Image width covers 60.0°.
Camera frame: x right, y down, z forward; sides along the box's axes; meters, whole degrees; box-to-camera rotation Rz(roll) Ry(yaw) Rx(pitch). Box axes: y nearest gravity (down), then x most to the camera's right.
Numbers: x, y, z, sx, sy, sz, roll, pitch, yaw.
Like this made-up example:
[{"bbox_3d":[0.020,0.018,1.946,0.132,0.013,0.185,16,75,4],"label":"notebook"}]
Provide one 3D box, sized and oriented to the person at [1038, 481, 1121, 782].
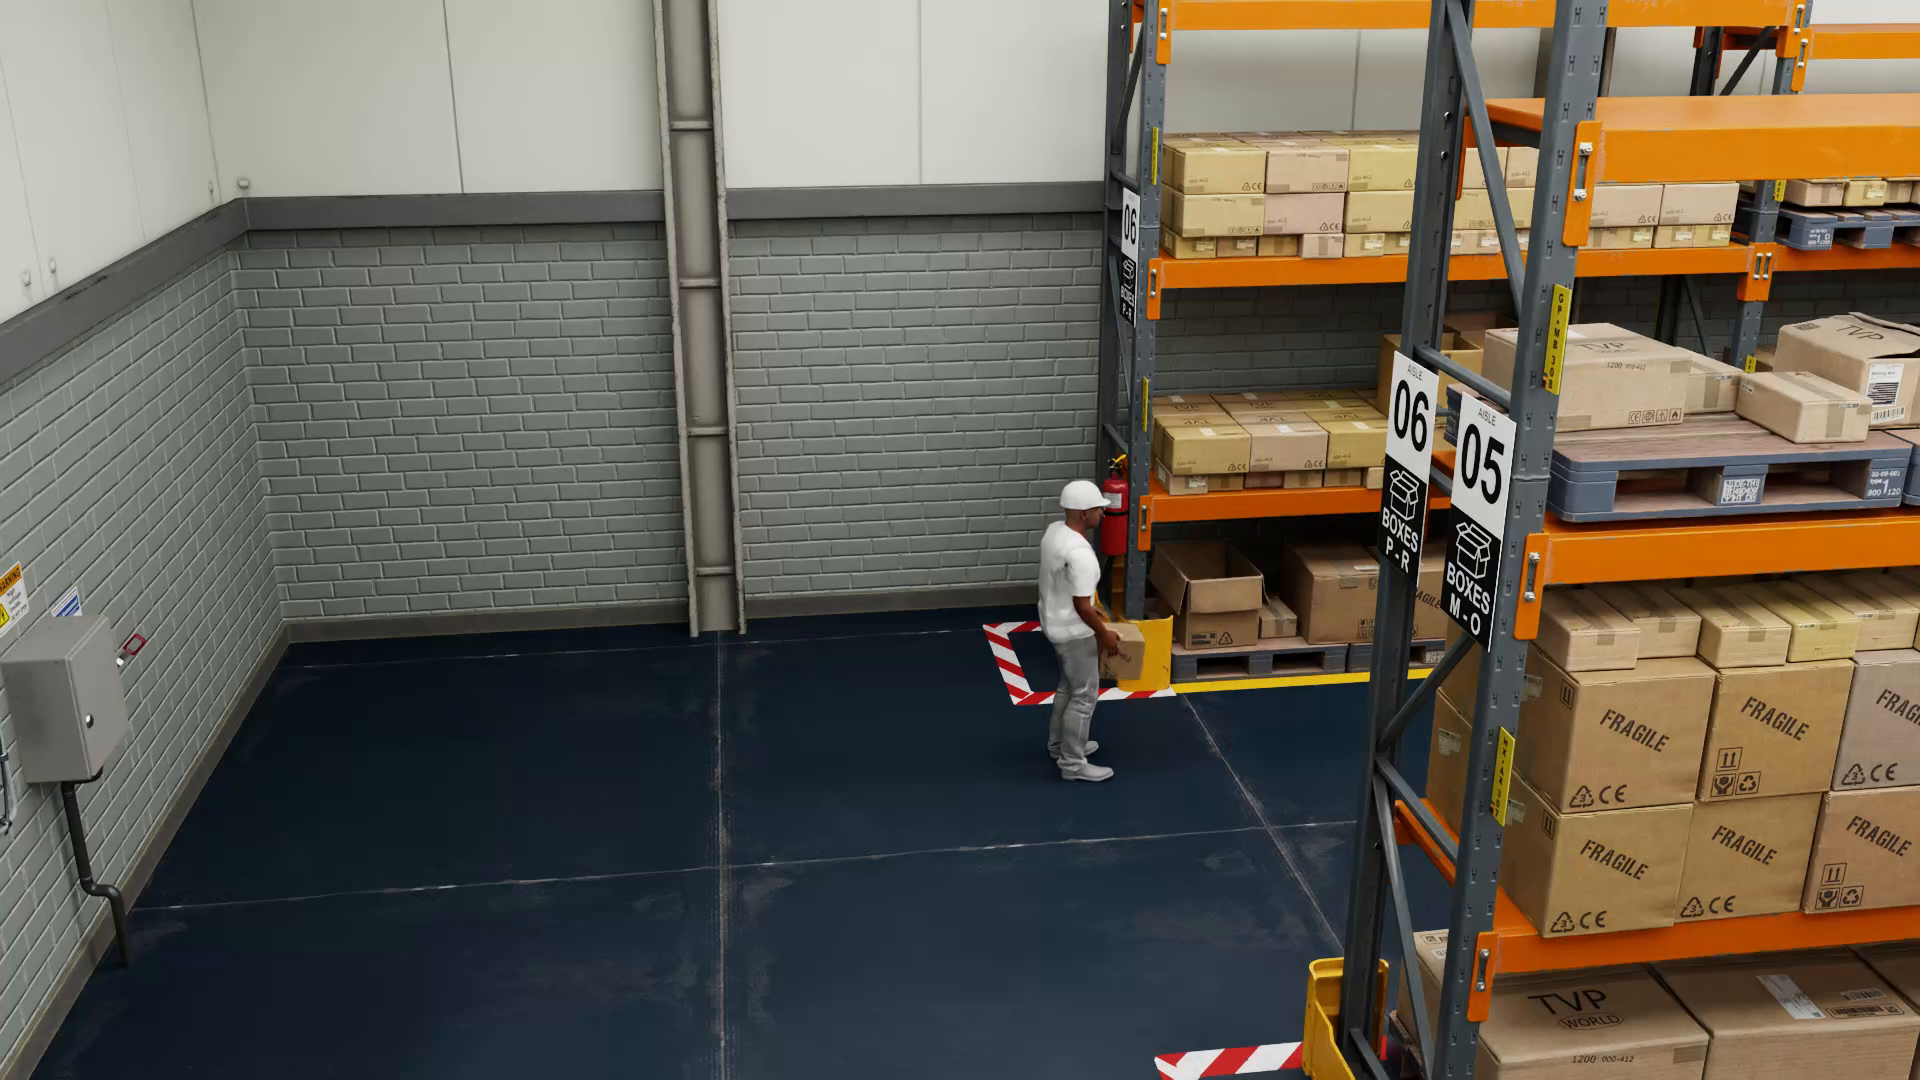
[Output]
[{"bbox_3d":[0.679,0.507,9.635,0.446,1.767,0.577,-3,20,-8],"label":"person"}]
